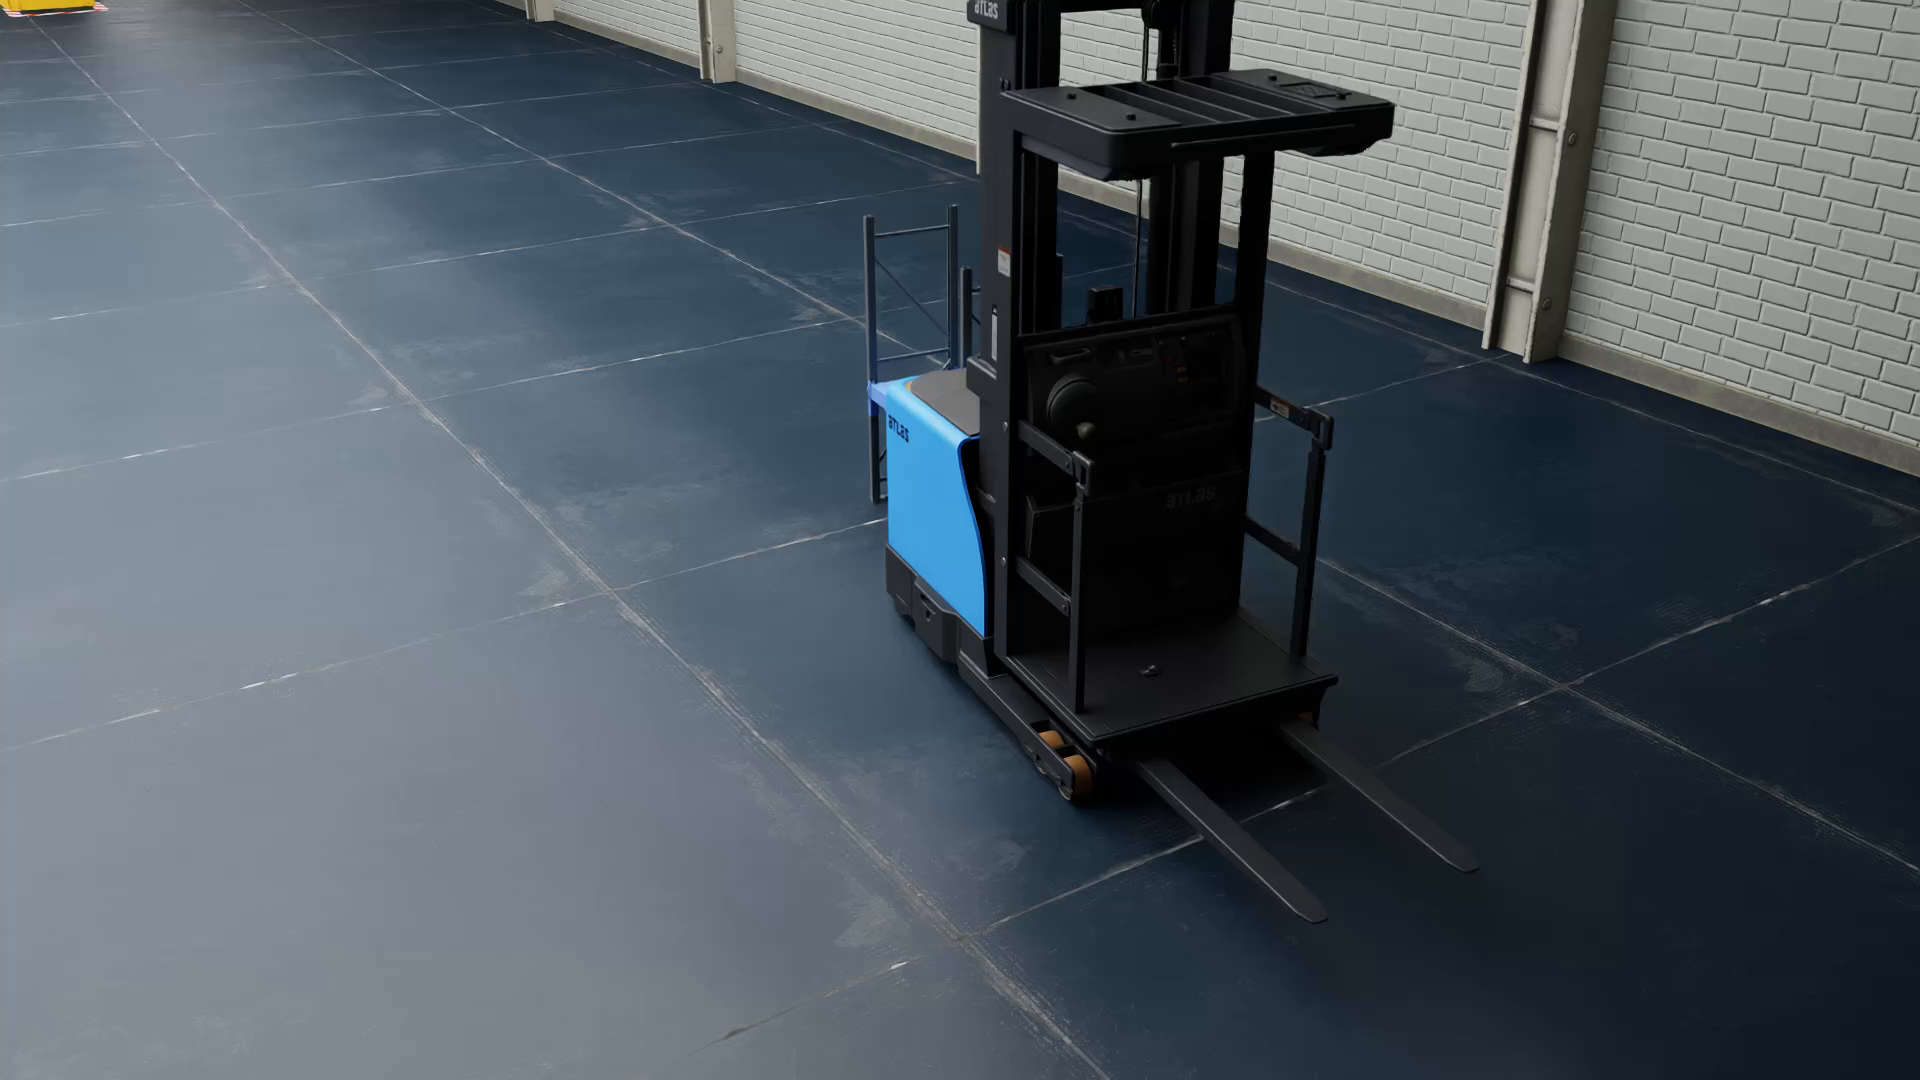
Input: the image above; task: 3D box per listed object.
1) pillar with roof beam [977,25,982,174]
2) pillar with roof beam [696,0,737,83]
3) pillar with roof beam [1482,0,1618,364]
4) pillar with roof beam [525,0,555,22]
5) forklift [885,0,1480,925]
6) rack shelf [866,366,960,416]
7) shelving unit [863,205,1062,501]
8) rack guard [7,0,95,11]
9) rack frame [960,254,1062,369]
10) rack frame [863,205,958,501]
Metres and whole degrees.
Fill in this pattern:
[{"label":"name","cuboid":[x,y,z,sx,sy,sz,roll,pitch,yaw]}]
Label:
[{"label":"pillar with roof beam","cuboid":[-3.219,-6.447,11.365,9.100,9.000,0.400,-16,29,-30]},{"label":"pillar with roof beam","cuboid":[-6.494,-8.593,15.911,9.100,9.000,0.400,-16,29,-30]},{"label":"pillar with roof beam","cuboid":[0.056,-4.301,6.819,9.100,9.000,0.400,-16,29,-30]},{"label":"pillar with roof beam","cuboid":[-9.770,-10.739,20.457,9.100,9.000,0.400,-16,29,-30]},{"label":"forklift","cuboid":[0.753,-0.570,6.025,1.130,2.935,3.031,-12,28,-23]},{"label":"rack shelf","cuboid":[-0.006,-0.581,8.145,0.538,0.185,1.000,-13,28,-25]},{"label":"shelving unit","cuboid":[-0.006,-0.744,8.068,0.538,1.500,1.048,-13,28,-25]},{"label":"rack guard","cuboid":[-14.012,-8.455,25.575,1.175,0.500,0.348,-16,29,-30]},{"label":"rack frame","cuboid":[0.229,-0.551,7.660,0.500,1.500,0.032,-13,28,-25]},{"label":"rack frame","cuboid":[-0.241,-0.936,8.476,0.500,1.500,0.032,-13,28,-25]}]
